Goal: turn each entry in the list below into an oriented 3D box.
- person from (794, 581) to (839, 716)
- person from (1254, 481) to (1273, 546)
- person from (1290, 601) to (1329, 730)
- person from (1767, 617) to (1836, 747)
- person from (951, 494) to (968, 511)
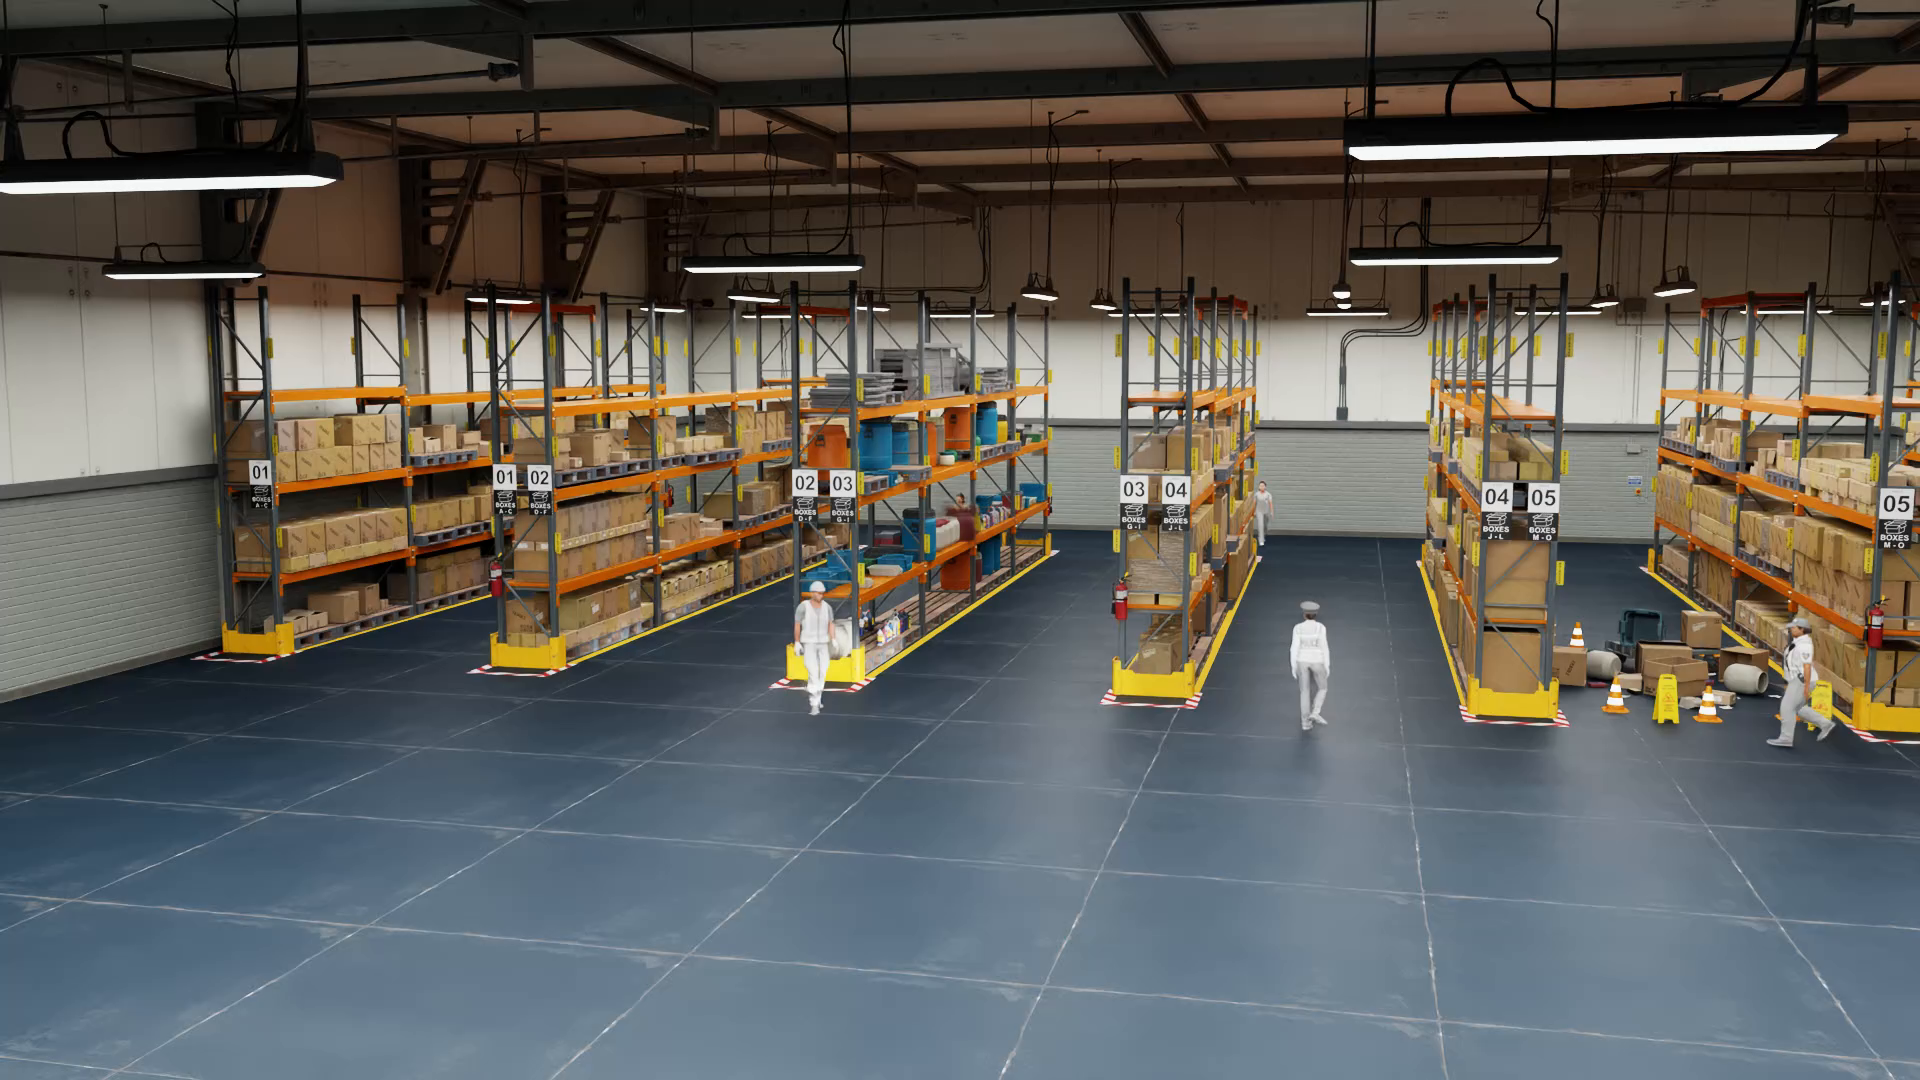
[{"bbox_3d":[-1.967,1.498,23.019,0.565,1.839,0.584,-4,8,-29],"label":"person"},{"bbox_3d":[7.727,-0.691,42.405,0.452,1.622,1.033,0,7,-2],"label":"person"},{"bbox_3d":[4.604,1.663,21.880,0.520,1.662,0.447,3,7,23],"label":"person"},{"bbox_3d":[10.620,1.783,20.898,0.824,1.631,0.479,2,7,14],"label":"person"},{"bbox_3d":[-0.059,-0.267,38.647,0.465,1.615,0.994,4,8,30],"label":"person"}]
